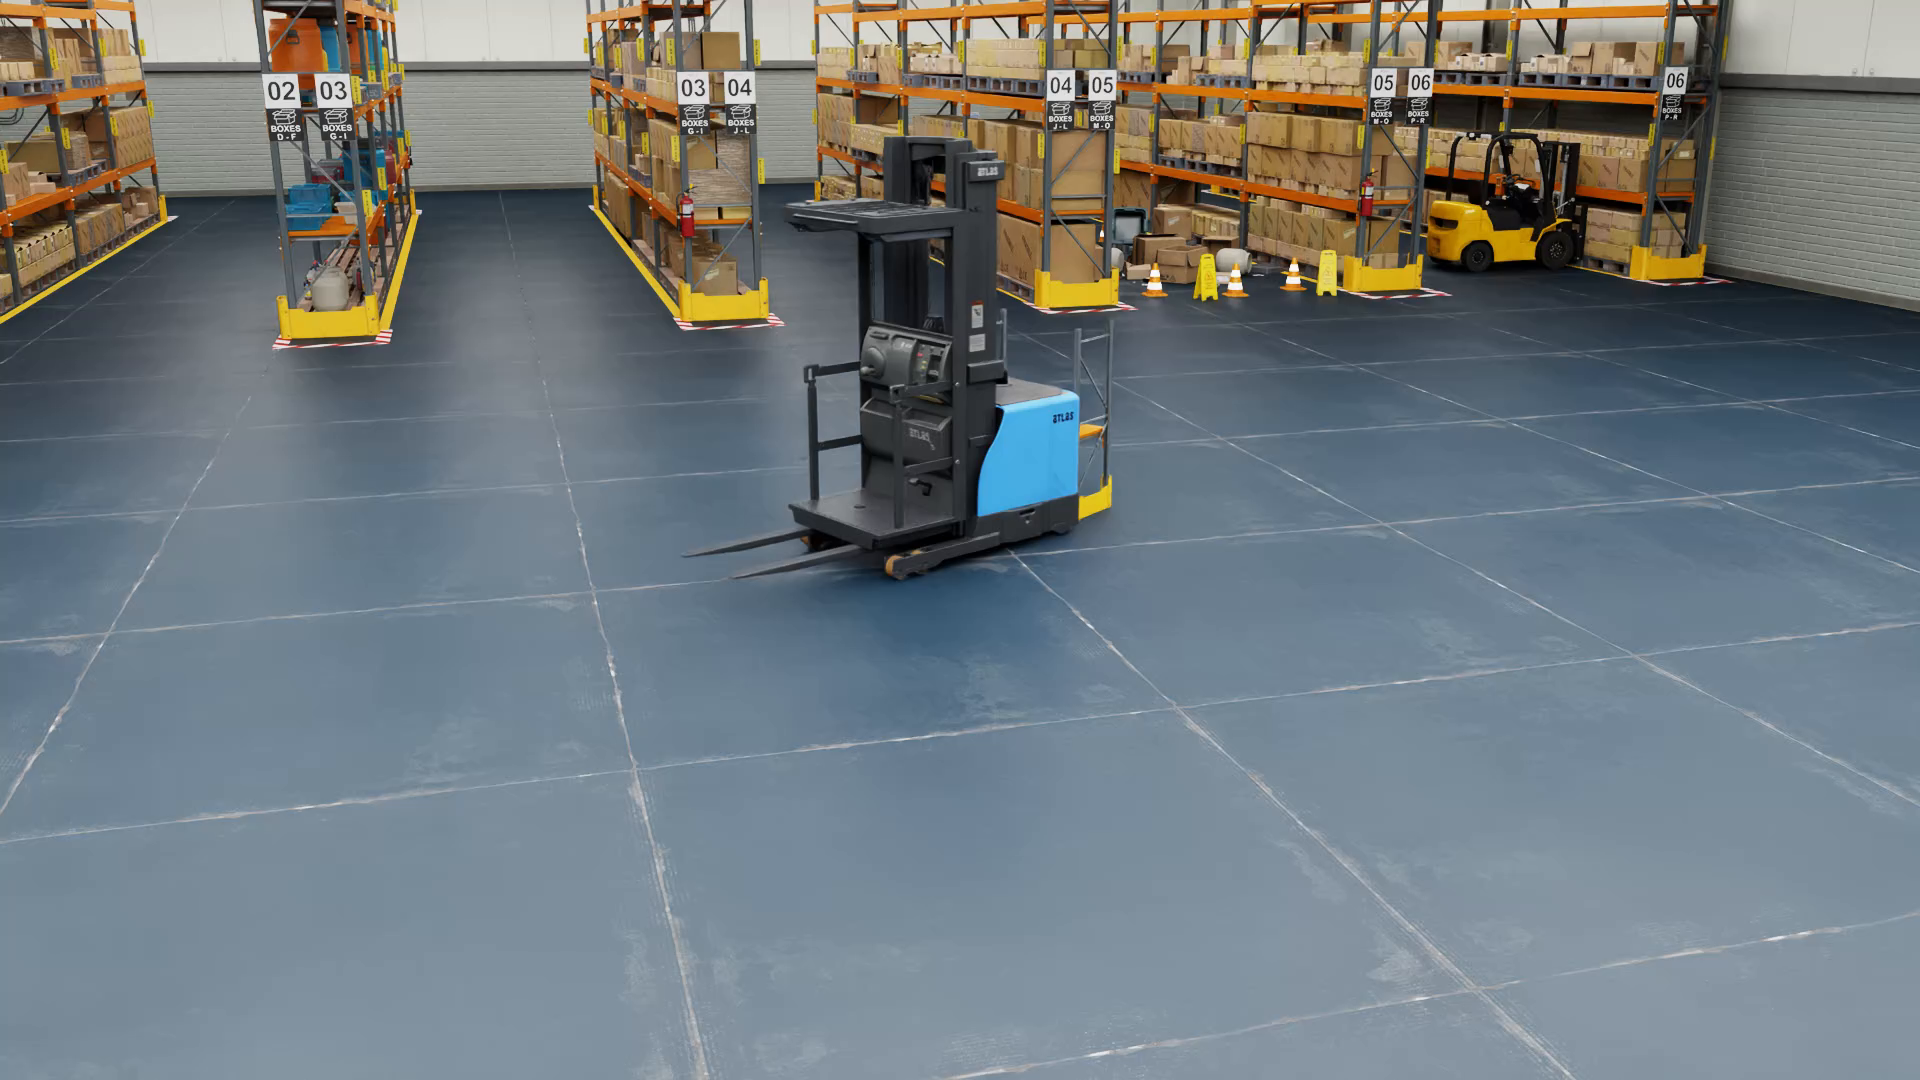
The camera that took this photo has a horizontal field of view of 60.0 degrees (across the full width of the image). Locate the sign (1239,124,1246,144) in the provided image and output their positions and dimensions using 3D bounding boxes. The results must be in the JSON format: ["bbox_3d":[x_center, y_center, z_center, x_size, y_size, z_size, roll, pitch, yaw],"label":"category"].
[{"bbox_3d":[4.741,-6.815,27.912,0.100,0.325,0.005,-5,17,-15],"label":"sign"}]

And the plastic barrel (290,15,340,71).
[{"bbox_3d":[-8.846,-6.724,22.807,0.600,0.901,0.708,-5,17,-15],"label":"plastic barrel"}]

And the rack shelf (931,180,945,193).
[{"bbox_3d":[-0.007,-6.094,28.777,1.077,0.370,4.000,-5,17,-15],"label":"rack shelf"}]

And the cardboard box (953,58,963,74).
[{"bbox_3d":[0.194,-7.682,26.955,0.500,0.250,0.500,-5,17,-15],"label":"cardboard box"}]

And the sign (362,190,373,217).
[{"bbox_3d":[-7.387,-4.198,20.733,0.100,0.325,0.005,-5,17,-15],"label":"sign"}]

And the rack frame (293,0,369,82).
[{"bbox_3d":[-9.017,-8.003,23.452,1.000,3.000,0.127,-5,17,-15],"label":"rack frame"}]

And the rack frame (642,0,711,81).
[{"bbox_3d":[-4.254,-8.395,24.756,1.000,3.000,0.127,-5,17,-15],"label":"rack frame"}]

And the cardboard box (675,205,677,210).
[{"bbox_3d":[-3.791,-4.702,23.327,0.380,0.149,0.250,-5,17,-15],"label":"cardboard box"}]

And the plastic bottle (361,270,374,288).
[{"bbox_3d":[-8.380,-3.693,23.502,0.152,0.276,0.135,-4,17,-14],"label":"plastic bottle"}]

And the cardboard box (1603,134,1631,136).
[{"bbox_3d":[10.860,-6.633,27.501,0.380,0.149,0.250,-5,17,-15],"label":"cardboard box"}]

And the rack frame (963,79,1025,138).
[{"bbox_3d":[0.542,-5.886,26.832,1.000,3.000,0.127,-5,17,-15],"label":"rack frame"}]

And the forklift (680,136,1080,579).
[{"bbox_3d":[-0.544,-1.300,11.684,3.031,2.935,1.130,-14,22,-38],"label":"forklift"}]

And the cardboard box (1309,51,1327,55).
[{"bbox_3d":[7.678,-10.360,35.529,0.380,0.149,0.250,-5,17,-16],"label":"cardboard box"}]

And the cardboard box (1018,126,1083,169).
[{"bbox_3d":[1.337,-5.619,23.805,0.875,0.550,0.550,-5,17,-15],"label":"cardboard box"}]

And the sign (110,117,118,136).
[{"bbox_3d":[-15.446,-7.551,30.365,0.100,0.325,0.005,-5,17,-15],"label":"sign"}]

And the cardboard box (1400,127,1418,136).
[{"bbox_3d":[8.825,-7.978,32.497,0.380,0.149,0.250,-4,17,-14],"label":"cardboard box"}]

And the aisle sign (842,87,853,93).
[{"bbox_3d":[-2.487,-10.494,37.654,0.394,0.787,0.004,-5,17,-15],"label":"aisle sign"}]

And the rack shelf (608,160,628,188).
[{"bbox_3d":[-5.903,-6.836,31.248,1.077,0.370,4.000,-5,17,-15],"label":"rack shelf"}]

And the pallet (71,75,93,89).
[{"bbox_3d":[-15.579,-7.826,28.404,1.213,0.211,1.003,-5,17,-15],"label":"pallet"}]

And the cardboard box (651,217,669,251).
[{"bbox_3d":[-4.823,-5.149,27.959,0.700,0.500,0.500,-3,17,-11],"label":"cardboard box"}]

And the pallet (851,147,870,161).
[{"bbox_3d":[-1.586,-7.784,33.484,1.003,0.211,1.213,-5,17,-15],"label":"pallet"}]

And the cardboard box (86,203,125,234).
[{"bbox_3d":[-15.568,-5.852,30.299,0.500,0.500,0.500,-5,17,-16],"label":"cardboard box"}]

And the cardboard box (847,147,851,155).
[{"bbox_3d":[-2.135,-8.101,34.644,0.380,0.149,0.250,-5,17,-17],"label":"cardboard box"}]

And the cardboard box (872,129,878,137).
[{"bbox_3d":[-1.486,-7.815,31.927,0.380,0.149,0.250,-4,17,-13],"label":"cardboard box"}]

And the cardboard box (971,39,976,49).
[{"bbox_3d":[0.387,-7.635,25.587,0.380,0.149,0.250,-5,17,-16],"label":"cardboard box"}]

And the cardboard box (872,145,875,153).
[{"bbox_3d":[-1.482,-7.528,32.006,0.380,0.149,0.250,-4,17,-14],"label":"cardboard box"}]

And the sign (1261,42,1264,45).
[{"bbox_3d":[7.287,-11.917,40.156,0.100,0.325,0.005,-5,17,-15],"label":"sign"}]

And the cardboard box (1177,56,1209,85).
[{"bbox_3d":[4.426,-8.633,30.590,0.700,0.500,0.500,-5,17,-15],"label":"cardboard box"}]

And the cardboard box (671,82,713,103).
[{"bbox_3d":[-3.532,-5.893,21.903,0.500,0.250,0.500,-4,17,-14],"label":"cardboard box"}]

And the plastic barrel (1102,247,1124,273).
[{"bbox_3d":[2.329,-4.459,26.561,0.512,0.421,0.421,7,18,23],"label":"plastic barrel"}]

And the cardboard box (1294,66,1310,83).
[{"bbox_3d":[5.548,-7.248,25.896,0.500,0.250,0.500,-5,17,-15],"label":"cardboard box"}]

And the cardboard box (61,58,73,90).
[{"bbox_3d":[-15.315,-7.733,27.594,0.910,0.500,0.500,-5,17,-15],"label":"cardboard box"}]

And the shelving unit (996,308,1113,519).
[{"bbox_3d":[0.615,-1.016,13.227,1.083,1.500,0.587,12,21,35],"label":"shelving unit"}]

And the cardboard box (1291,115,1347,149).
[{"bbox_3d":[5.648,-6.414,26.162,0.700,0.500,0.500,-5,17,-16],"label":"cardboard box"}]

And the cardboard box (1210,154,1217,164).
[{"bbox_3d":[4.633,-6.719,29.313,0.380,0.149,0.250,-5,17,-15],"label":"cardboard box"}]

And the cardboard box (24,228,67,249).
[{"bbox_3d":[-14.350,-4.730,26.059,0.500,0.311,0.500,-5,17,-16],"label":"cardboard box"}]

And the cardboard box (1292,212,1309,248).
[{"bbox_3d":[5.624,-4.927,26.387,0.500,0.500,0.500,-5,17,-17],"label":"cardboard box"}]

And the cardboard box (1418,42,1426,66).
[{"bbox_3d":[9.146,-9.187,31.531,0.700,0.500,0.500,-5,17,-16],"label":"cardboard box"}]

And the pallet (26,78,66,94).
[{"bbox_3d":[-14.607,-7.011,25.693,1.213,0.211,1.003,-4,17,-13],"label":"pallet"}]

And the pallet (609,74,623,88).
[{"bbox_3d":[-5.582,-8.148,29.477,1.213,0.211,1.003,-4,17,-13],"label":"pallet"}]

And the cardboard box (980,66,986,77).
[{"bbox_3d":[0.524,-7.113,25.238,0.380,0.149,0.250,-5,17,-16],"label":"cardboard box"}]

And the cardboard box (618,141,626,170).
[{"bbox_3d":[-6.005,-7.074,30.615,0.500,0.500,0.500,-5,18,-17],"label":"cardboard box"}]

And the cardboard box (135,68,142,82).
[{"bbox_3d":[-16.683,-9.302,33.252,0.500,0.250,0.500,-5,17,-15],"label":"cardboard box"}]

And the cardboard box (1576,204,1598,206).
[{"bbox_3d":[10.292,-5.478,27.786,0.500,0.250,0.500,-5,17,-16],"label":"cardboard box"}]

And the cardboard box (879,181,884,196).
[{"bbox_3d":[-1.271,-6.804,32.201,0.500,0.250,0.500,-4,17,-14],"label":"cardboard box"}]

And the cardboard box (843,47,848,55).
[{"bbox_3d":[-2.195,-10.095,34.330,0.380,0.149,0.250,-5,17,-15],"label":"cardboard box"}]

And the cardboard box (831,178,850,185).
[{"bbox_3d":[-2.653,-7.945,36.879,0.380,0.149,0.250,-6,18,-18],"label":"cardboard box"}]

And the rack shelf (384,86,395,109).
[{"bbox_3d":[-10.666,-7.881,29.513,1.077,0.370,4.000,-5,17,-15],"label":"rack shelf"}]

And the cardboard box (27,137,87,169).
[{"bbox_3d":[-15.229,-6.528,28.067,0.700,0.500,0.500,-1,17,-5],"label":"cardboard box"}]

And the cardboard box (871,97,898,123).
[{"bbox_3d":[-1.546,-8.912,34.477,0.500,0.500,0.500,-4,17,-14],"label":"cardboard box"}]

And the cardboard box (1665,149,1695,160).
[{"bbox_3d":[11.301,-6.065,26.127,0.380,0.149,0.250,-5,17,-17],"label":"cardboard box"}]

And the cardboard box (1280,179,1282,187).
[{"bbox_3d":[5.412,-5.793,26.959,0.380,0.149,0.250,-5,17,-16],"label":"cardboard box"}]

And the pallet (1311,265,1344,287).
[{"bbox_3d":[6.163,-4.111,25.773,1.003,0.211,1.213,-5,17,-15],"label":"pallet"}]

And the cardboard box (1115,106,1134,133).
[{"bbox_3d":[3.370,-8.480,33.557,0.500,0.500,0.500,-5,17,-16],"label":"cardboard box"}]
